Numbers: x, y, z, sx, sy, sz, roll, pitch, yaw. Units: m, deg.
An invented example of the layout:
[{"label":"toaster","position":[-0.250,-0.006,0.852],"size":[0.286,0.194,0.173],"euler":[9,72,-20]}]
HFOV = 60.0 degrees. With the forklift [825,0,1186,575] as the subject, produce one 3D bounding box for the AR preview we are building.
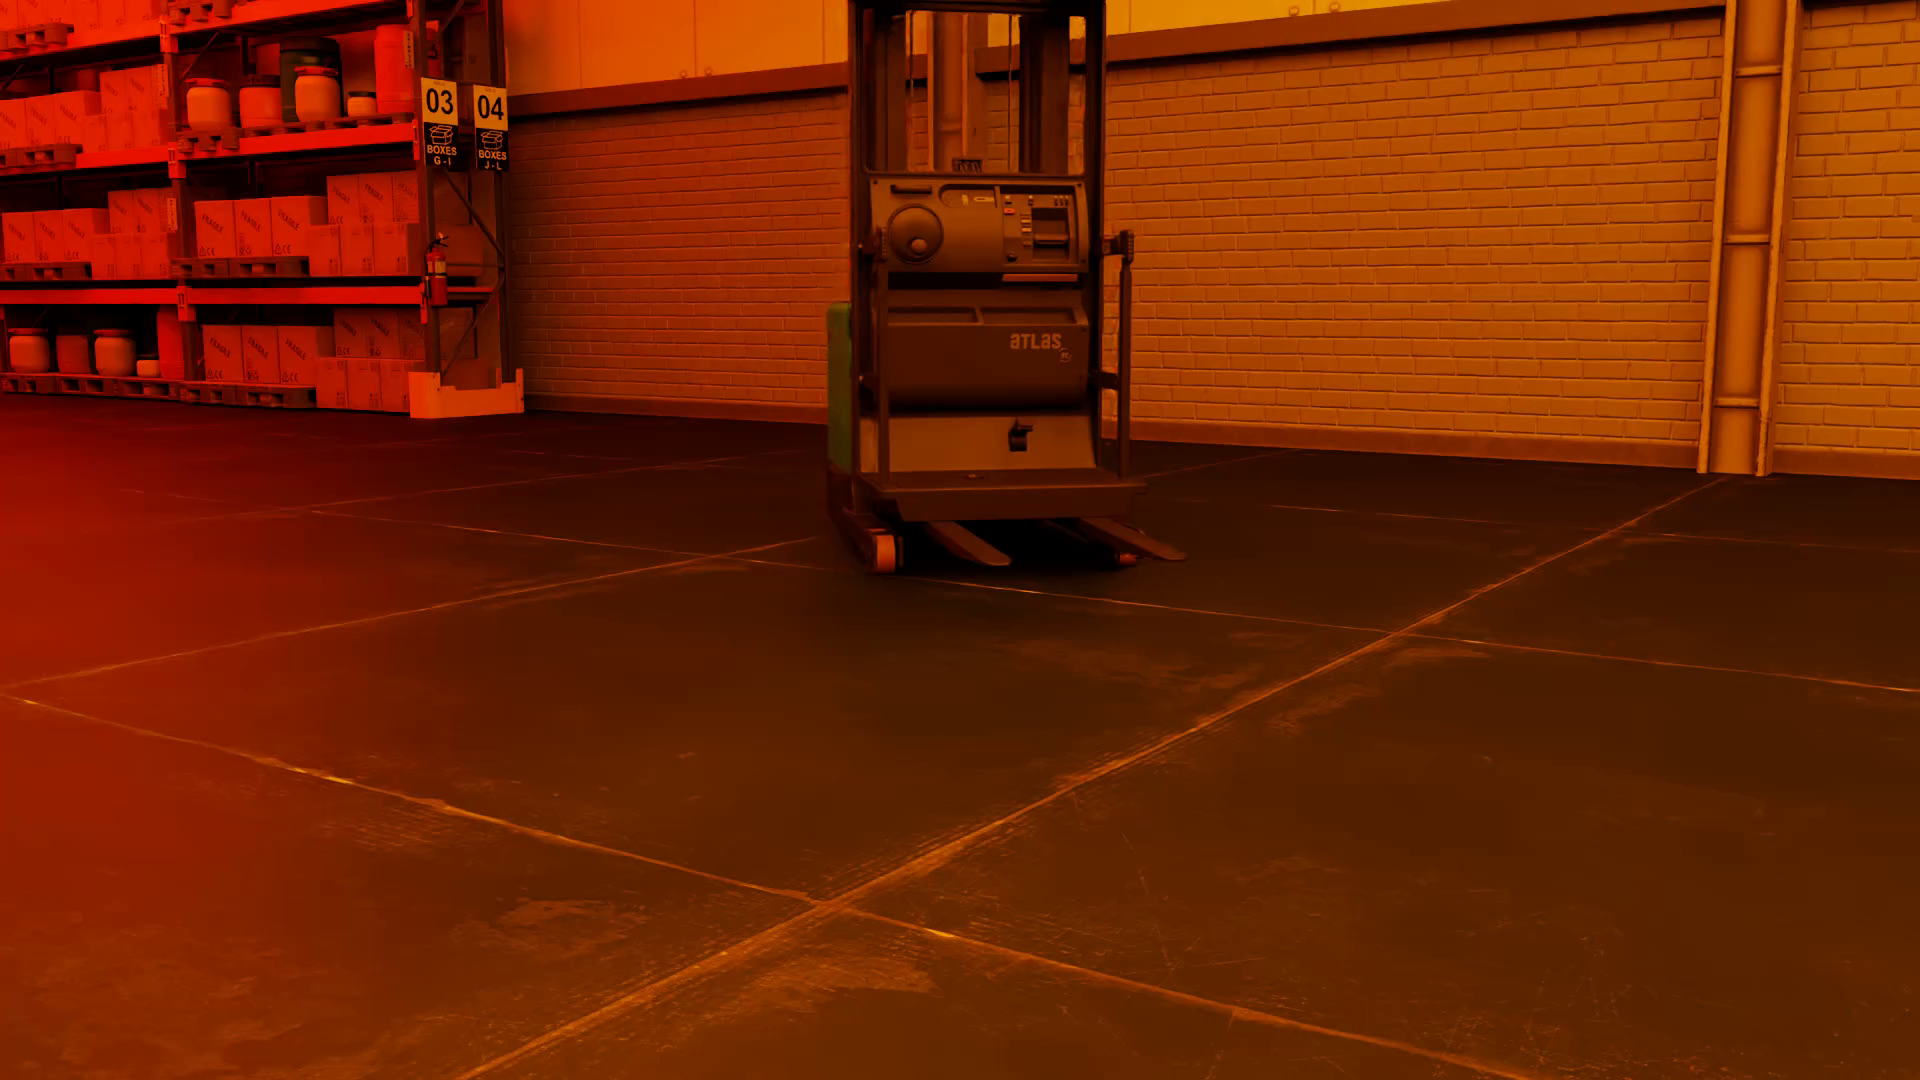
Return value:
[{"label":"forklift","position":[0.128,-1.367,6.805],"size":[1.130,2.935,3.031],"euler":[-2,8,-11]}]
